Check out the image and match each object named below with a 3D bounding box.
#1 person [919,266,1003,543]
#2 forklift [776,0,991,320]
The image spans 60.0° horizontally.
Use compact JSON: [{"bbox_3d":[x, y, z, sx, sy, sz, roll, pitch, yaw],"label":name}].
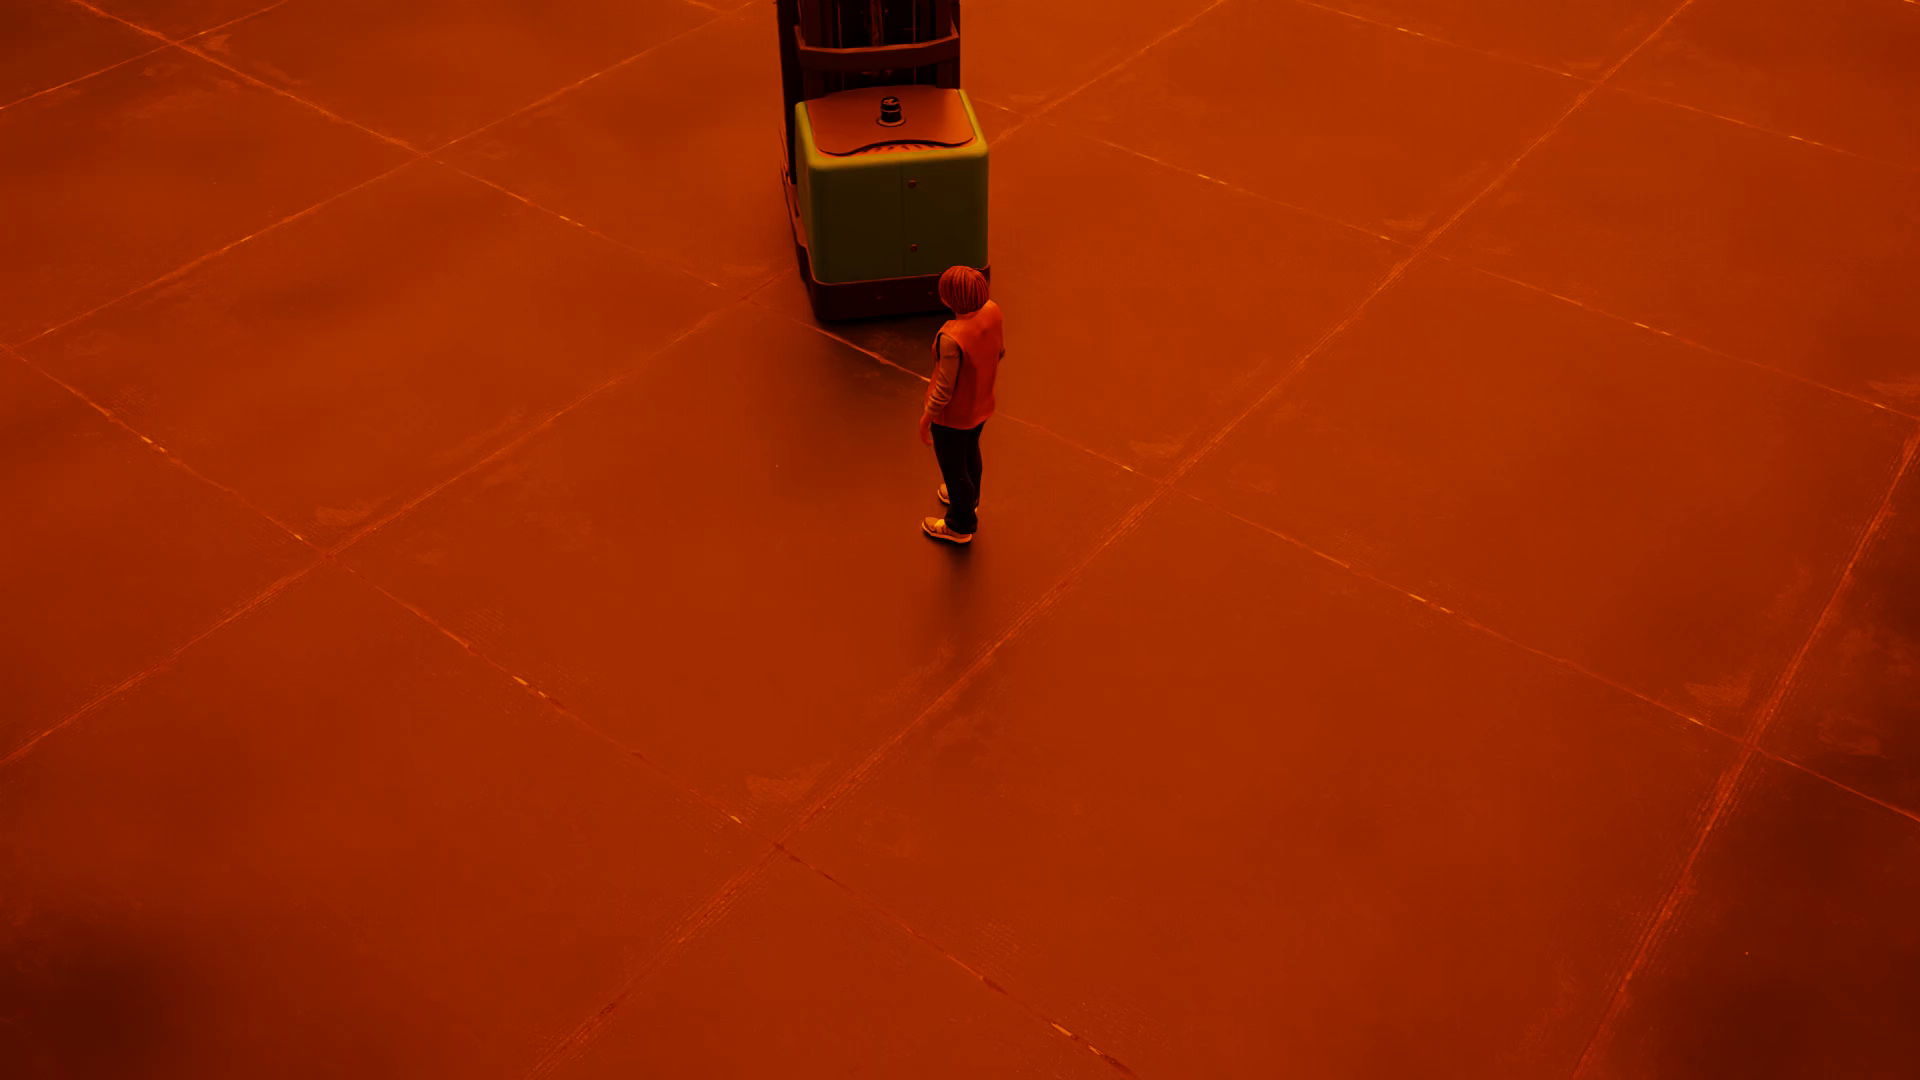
[{"bbox_3d":[-0.047,-0.651,7.855,0.476,1.596,0.513,26,47,28],"label":"person"},{"bbox_3d":[-0.585,-3.363,10.019,1.130,2.935,3.031,-7,41,-8],"label":"forklift"}]
